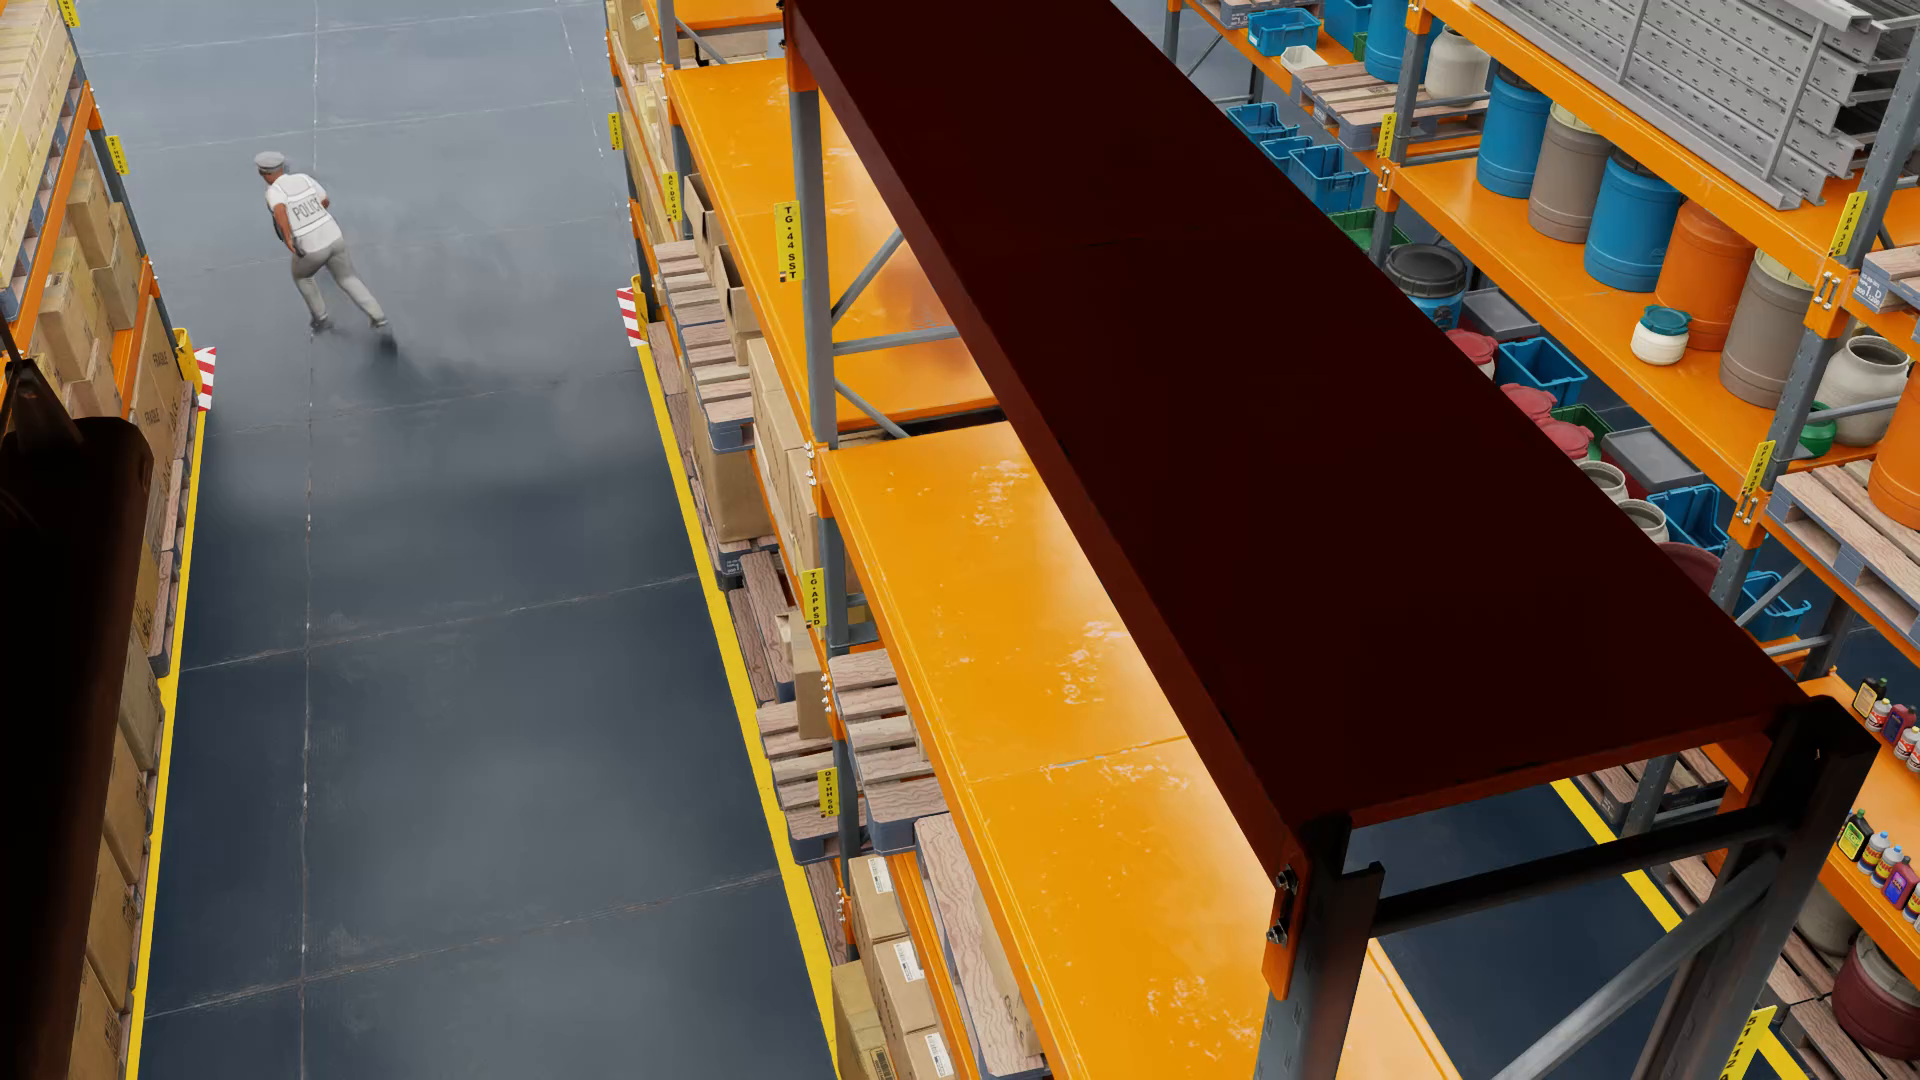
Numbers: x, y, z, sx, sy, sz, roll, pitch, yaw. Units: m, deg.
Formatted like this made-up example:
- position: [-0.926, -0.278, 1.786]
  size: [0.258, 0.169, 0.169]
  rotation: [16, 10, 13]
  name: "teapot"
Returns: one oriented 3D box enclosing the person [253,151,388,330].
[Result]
- position: [-5.642, -2.533, 14.749]
  size: [1.015, 1.718, 0.707]
  rotation: [16, 41, 19]
  name: "person"
